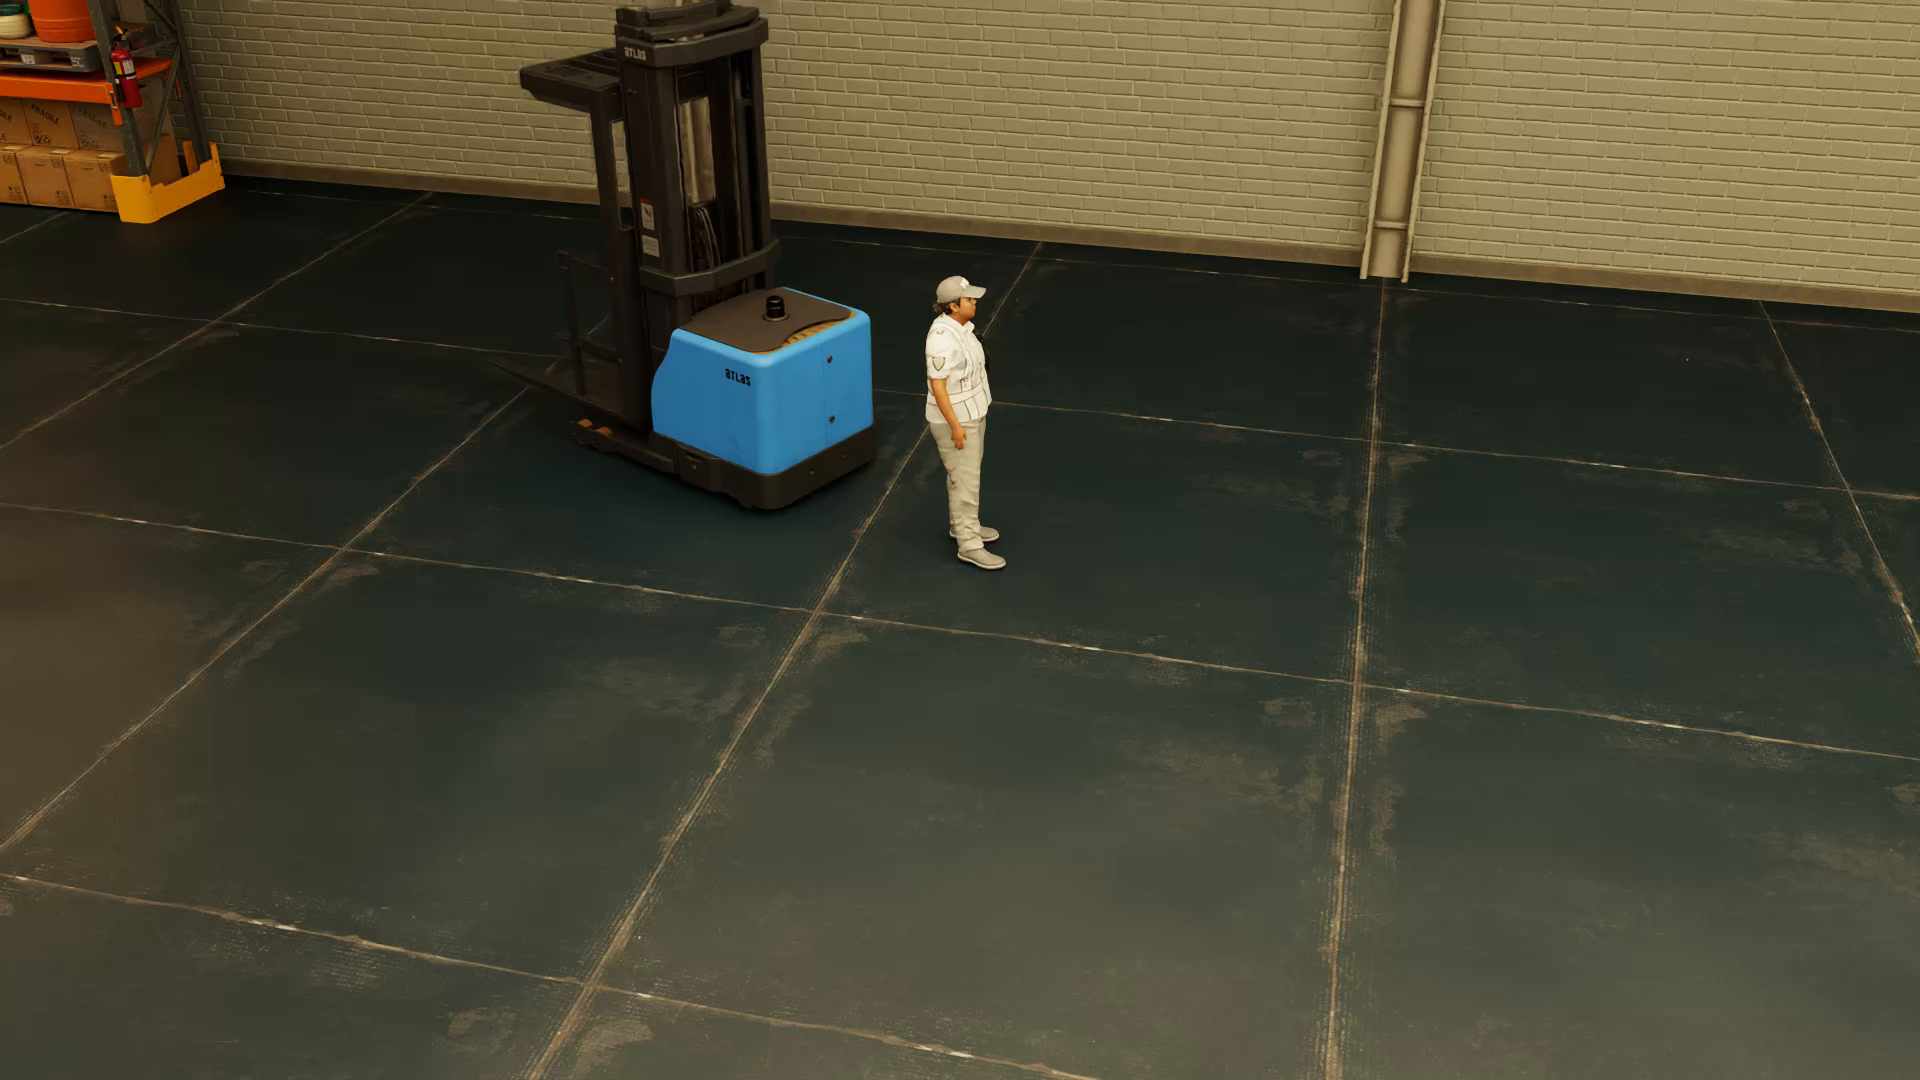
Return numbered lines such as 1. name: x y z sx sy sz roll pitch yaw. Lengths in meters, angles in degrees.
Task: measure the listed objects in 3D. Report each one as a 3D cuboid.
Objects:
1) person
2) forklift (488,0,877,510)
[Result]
1. person: 0.069 -0.711 9.693 0.529 1.670 0.597 7 30 12
2. forklift: -2.019 -2.047 10.782 3.031 2.935 1.130 22 36 33
